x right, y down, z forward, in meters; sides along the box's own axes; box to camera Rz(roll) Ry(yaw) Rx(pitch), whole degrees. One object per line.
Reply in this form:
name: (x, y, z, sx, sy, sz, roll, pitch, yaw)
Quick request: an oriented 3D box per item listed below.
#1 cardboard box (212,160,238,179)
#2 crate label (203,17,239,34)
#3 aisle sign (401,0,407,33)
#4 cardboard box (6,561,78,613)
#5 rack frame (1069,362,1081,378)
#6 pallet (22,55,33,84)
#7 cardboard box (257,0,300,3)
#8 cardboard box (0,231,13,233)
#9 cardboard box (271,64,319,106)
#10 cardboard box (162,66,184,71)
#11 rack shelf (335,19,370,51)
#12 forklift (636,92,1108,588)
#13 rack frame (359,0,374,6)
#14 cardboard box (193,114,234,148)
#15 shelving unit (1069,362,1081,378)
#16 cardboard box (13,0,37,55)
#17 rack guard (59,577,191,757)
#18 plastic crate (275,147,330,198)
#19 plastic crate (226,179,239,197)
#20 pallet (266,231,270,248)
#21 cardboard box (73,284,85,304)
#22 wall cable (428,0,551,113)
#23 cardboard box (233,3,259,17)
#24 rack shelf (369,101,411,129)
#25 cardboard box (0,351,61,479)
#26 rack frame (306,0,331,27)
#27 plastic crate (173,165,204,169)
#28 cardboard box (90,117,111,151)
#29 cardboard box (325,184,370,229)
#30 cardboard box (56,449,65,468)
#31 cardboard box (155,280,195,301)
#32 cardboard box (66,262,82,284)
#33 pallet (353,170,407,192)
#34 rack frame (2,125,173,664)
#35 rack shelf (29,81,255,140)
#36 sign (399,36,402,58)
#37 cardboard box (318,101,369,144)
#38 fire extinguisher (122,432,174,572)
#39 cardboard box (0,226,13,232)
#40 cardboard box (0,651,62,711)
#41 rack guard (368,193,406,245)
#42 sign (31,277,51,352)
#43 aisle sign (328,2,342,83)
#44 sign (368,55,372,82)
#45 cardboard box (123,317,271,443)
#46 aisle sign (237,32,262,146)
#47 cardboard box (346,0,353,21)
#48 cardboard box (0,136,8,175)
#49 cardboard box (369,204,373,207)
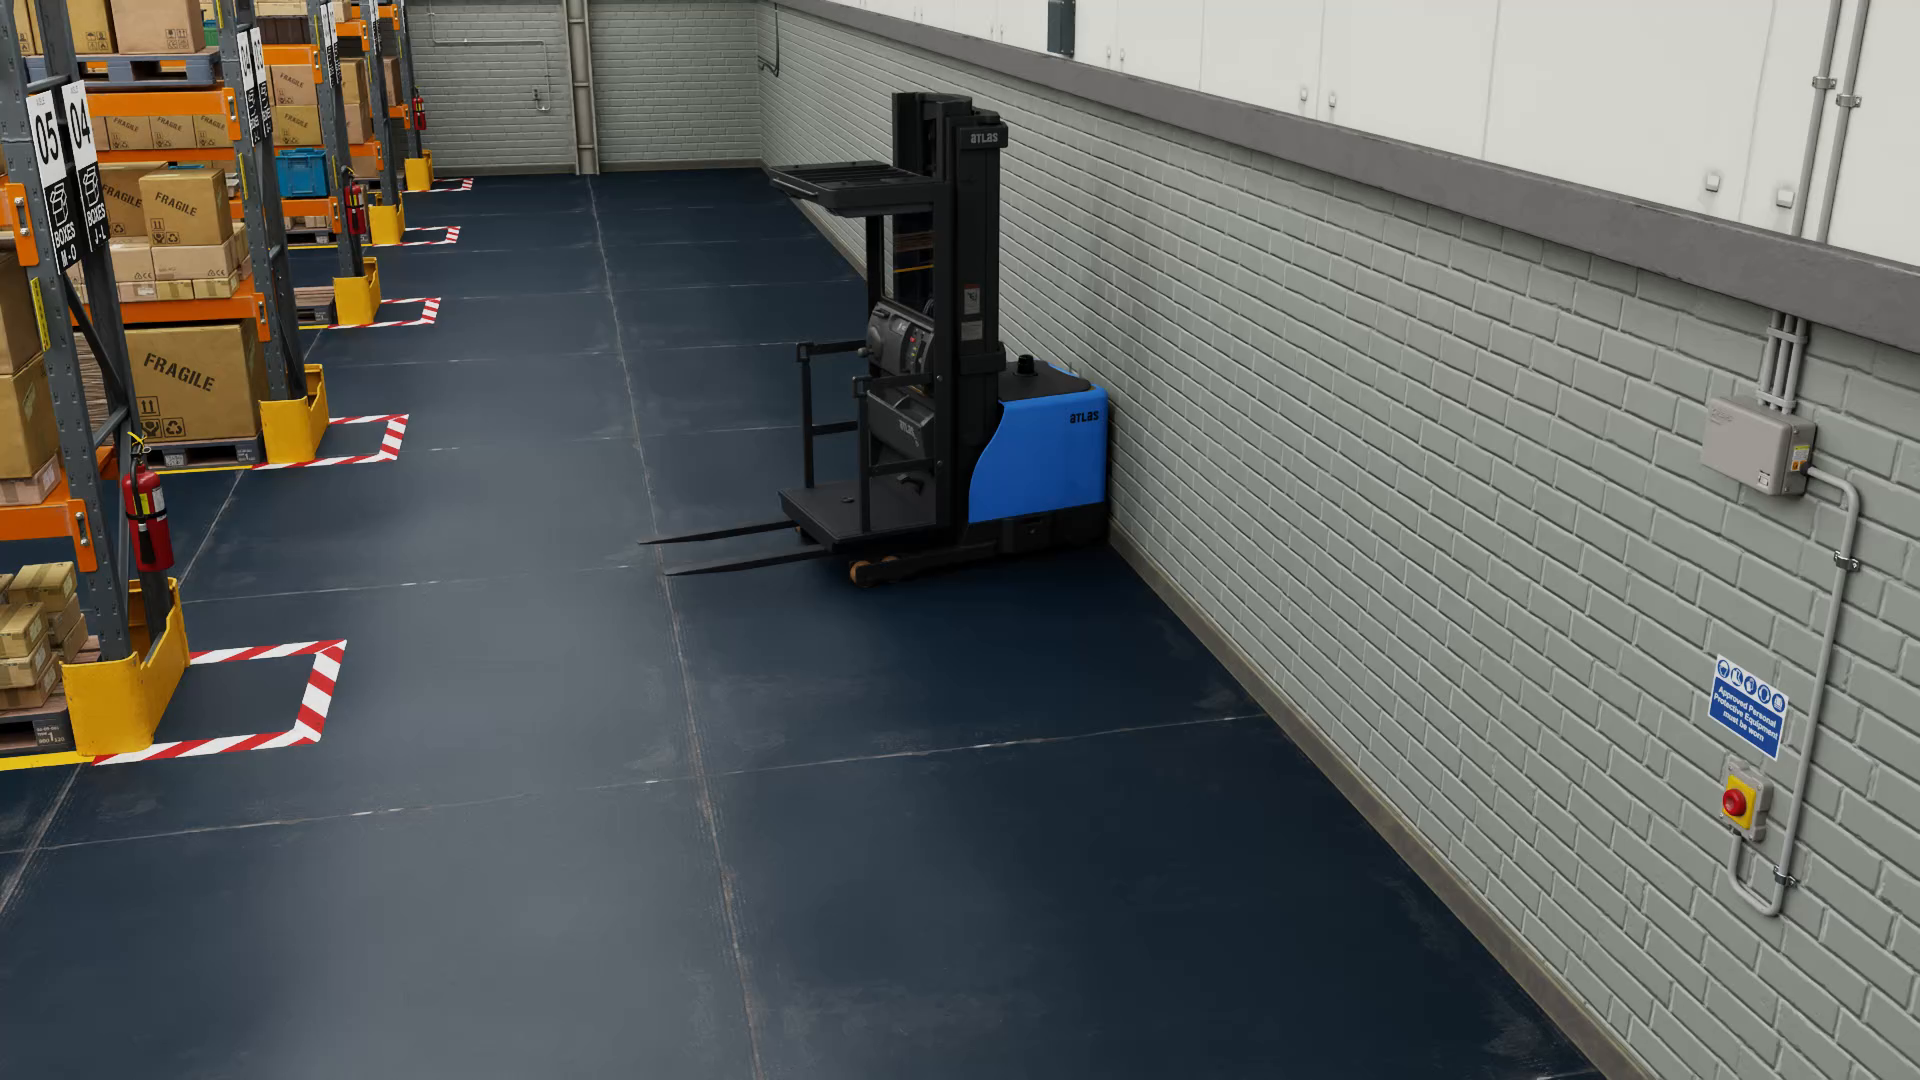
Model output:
cardboard box: (-11.444, -5.944, 26.203, 0.500, 0.500, 0.700, -5, 21, -13)
crate label: (-7.485, -5.231, 17.089, 0.502, 0.251, 0.408, -5, 21, -12)
aisle sign: (-8.654, -8.299, 25.831, 0.004, 0.787, 0.394, -5, 21, -12)
cardboard box: (-4.918, 0.259, 8.916, 0.250, 0.149, 0.380, -6, 21, -15)
rack frame: (0.756, -0.602, 11.388, 0.006, 1.200, 0.240, -2, 18, -13)
pallet: (-7.282, -3.406, 12.020, 1.213, 0.211, 1.003, -5, 21, -12)
cardboard box: (-8.577, -6.923, 20.982, 0.500, 0.250, 0.500, -5, 21, -12)
cardboard box: (-7.403, -2.196, 12.734, 0.500, 0.250, 0.500, -5, 21, -14)
cardboard box: (-8.510, -5.864, 21.364, 0.500, 0.500, 0.500, -4, 21, -11)
cardboard box: (-10.016, -5.740, 21.024, 0.500, 0.500, 0.500, -5, 21, -14)
rack shelf: (-9.595, -6.428, 21.186, 4.000, 0.370, 1.077, -5, 21, -12)
forklift: (-0.568, -1.283, 10.556, 3.031, 2.935, 1.130, -9, 22, -24)
rack frame: (-7.649, -8.333, 20.979, 0.127, 3.000, 1.000, -5, 21, -12)
cardboard box: (-9.504, -5.316, 21.321, 0.500, 0.500, 0.500, -5, 21, -13)
shelving unit: (0.845, -0.605, 11.409, 0.189, 1.200, 0.258, -2, 18, -13)
cardboard box: (-6.934, -3.778, 12.006, 0.500, 0.500, 0.700, -6, 21, -16)
rack guard: (-4.404, 0.649, 8.817, 0.348, 0.500, 1.175, -5, 21, -12)
plastic crate: (-6.796, -3.813, 17.224, 0.499, 0.435, 0.616, -5, 21, -12)
plastic crate: (-7.550, -3.618, 17.127, 0.243, 0.136, 0.396, -5, 21, -12)
pallet: (-9.684, -4.041, 22.040, 1.213, 0.211, 1.003, -5, 21, -12)
cardboard box: (-6.638, -1.862, 12.401, 0.250, 0.149, 0.380, -5, 21, -14)
wall cable: (-7.764, -8.068, 27.503, 1.851, 1.984, 0.084, -5, 21, -12)
cardboard box: (-9.061, -6.645, 20.951, 0.500, 0.250, 0.500, -5, 21, -12)
rack shelf: (-10.739, -6.677, 26.228, 4.000, 0.370, 1.077, -5, 21, -12)
cardboard box: (-4.708, -0.596, 8.003, 0.500, 0.500, 0.500, -4, 21, -11)
rack frame: (-6.513, -6.674, 16.452, 0.127, 3.000, 1.000, -5, 21, -12)
plastic crate: (-8.110, -3.793, 17.465, 0.300, 0.233, 0.416, -5, 21, -12)
cardboard box: (-10.983, -5.195, 20.990, 0.500, 0.500, 0.500, -4, 21, -11)
cardboard box: (-8.122, -4.423, 22.022, 0.500, 0.500, 0.500, -5, 21, -12)
cardboard box: (-4.721, -0.497, 8.676, 0.250, 0.149, 0.380, -5, 21, -13)
cardboard box: (-5.897, -1.922, 12.565, 0.250, 0.149, 0.380, -4, 21, -12)
cardboard box: (-6.773, -2.061, 12.366, 0.500, 0.250, 0.500, -5, 21, -14)
pallet: (-9.553, -5.775, 26.772, 1.213, 0.211, 1.003, -5, 21, -12)
rack frame: (-4.330, -0.531, 8.403, 0.127, 3.000, 1.000, -5, 21, -12)
rack shelf: (-7.320, -3.112, 12.133, 4.000, 0.370, 1.077, -5, 21, -12)
sign: (-8.681, -7.646, 25.798, 0.005, 0.325, 0.100, -5, 21, -12)
cardboard box: (-8.022, -5.436, 21.648, 0.500, 0.500, 0.500, -4, 20, -11)
fire extinguisher: (-3.979, -0.185, 8.113, 0.183, 0.674, 0.296, -5, 21, -12)
cardboard box: (-11.956, -4.097, 21.132, 0.500, 0.500, 0.500, -5, 21, -13)
cardboard box: (-4.795, 0.722, 8.517, 0.250, 0.149, 0.380, -4, 21, -12)
rack guard: (-7.723, -4.336, 22.424, 0.348, 0.500, 1.175, -5, 21, -12)
sign: (-4.222, -1.036, 7.638, 0.005, 0.325, 0.100, -5, 21, -12)
aisle sign: (-6.511, -5.183, 17.323, 0.004, 0.787, 0.394, -5, 21, -12)
sign: (-7.541, -6.020, 21.246, 0.005, 0.325, 0.100, -5, 21, -12)
cardboard box: (-5.978, -1.321, 13.039, 0.875, 0.875, 0.875, -5, 21, -12)
aisle sign: (-5.234, -3.325, 12.252, 0.004, 0.787, 0.394, -5, 21, -12)
cardboard box: (-8.208, -6.898, 21.642, 0.500, 0.250, 0.500, -5, 21, -12)
cardboard box: (-4.826, -1.919, 8.050, 0.500, 0.250, 0.500, -4, 20, -11)
cardboard box: (-8.136, -4.465, 22.649, 0.250, 0.149, 0.380, -5, 21, -12)
